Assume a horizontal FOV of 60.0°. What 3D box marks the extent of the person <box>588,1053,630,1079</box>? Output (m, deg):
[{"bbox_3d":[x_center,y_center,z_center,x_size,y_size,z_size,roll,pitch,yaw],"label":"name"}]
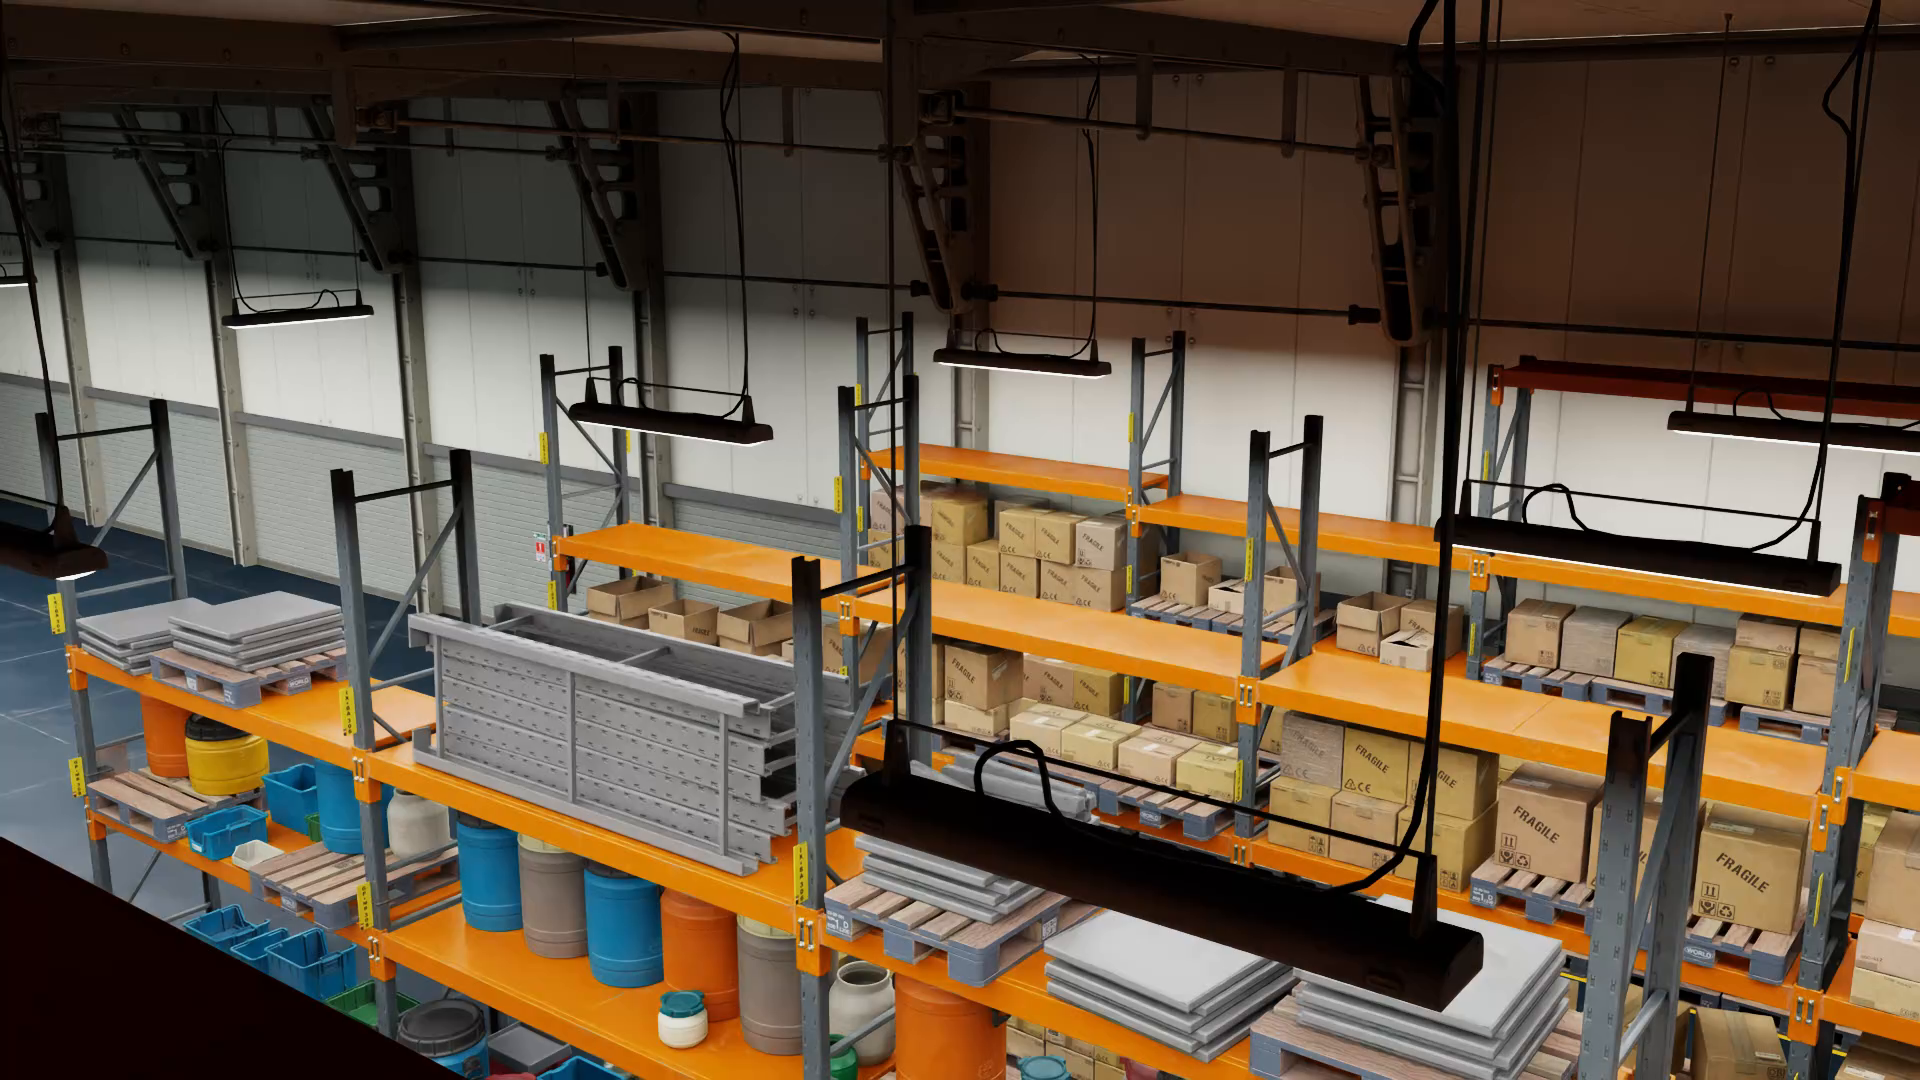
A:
[{"bbox_3d":[-2.807,4.230,13.526,0.851,1.549,0.450,8,16,32],"label":"person"}]
